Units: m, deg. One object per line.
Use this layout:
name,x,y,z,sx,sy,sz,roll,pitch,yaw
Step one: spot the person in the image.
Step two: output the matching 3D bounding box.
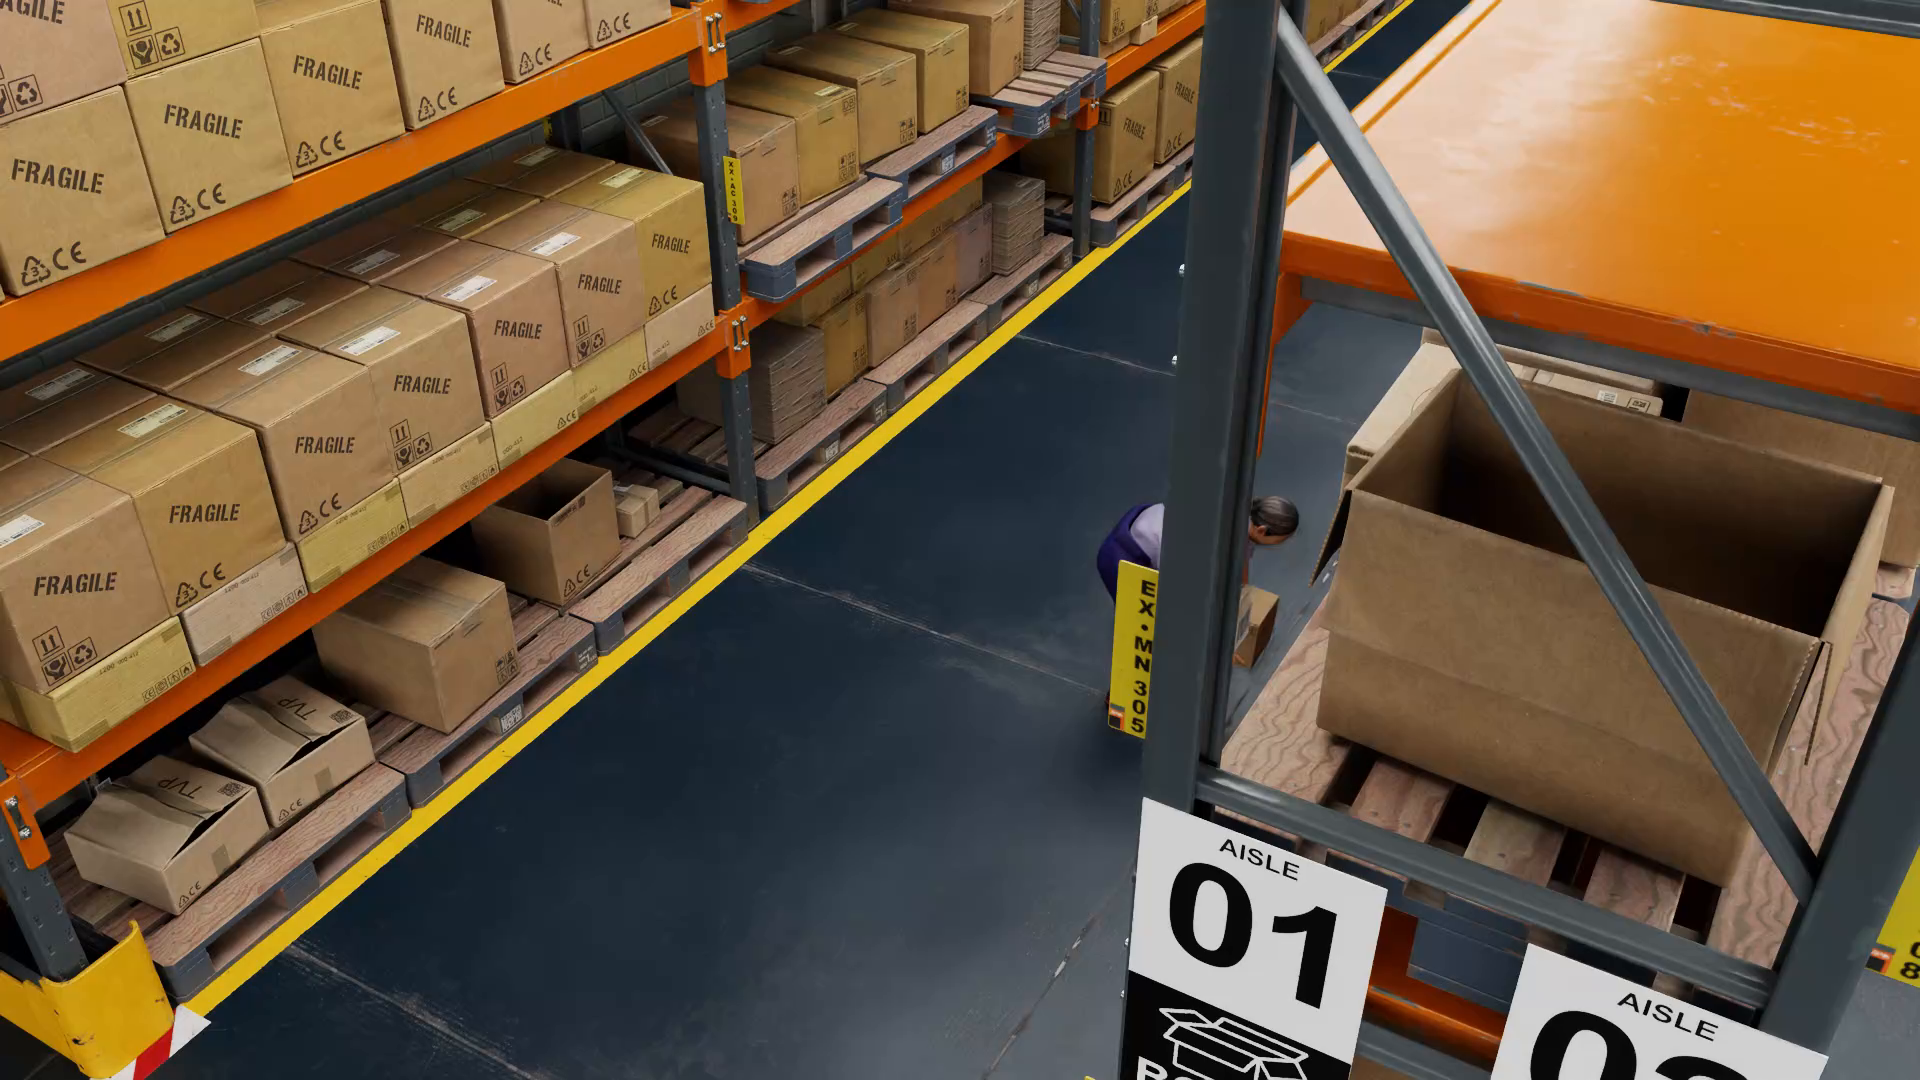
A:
person,1.030,0.265,7.380,0.844,1.249,0.475,17,38,23
